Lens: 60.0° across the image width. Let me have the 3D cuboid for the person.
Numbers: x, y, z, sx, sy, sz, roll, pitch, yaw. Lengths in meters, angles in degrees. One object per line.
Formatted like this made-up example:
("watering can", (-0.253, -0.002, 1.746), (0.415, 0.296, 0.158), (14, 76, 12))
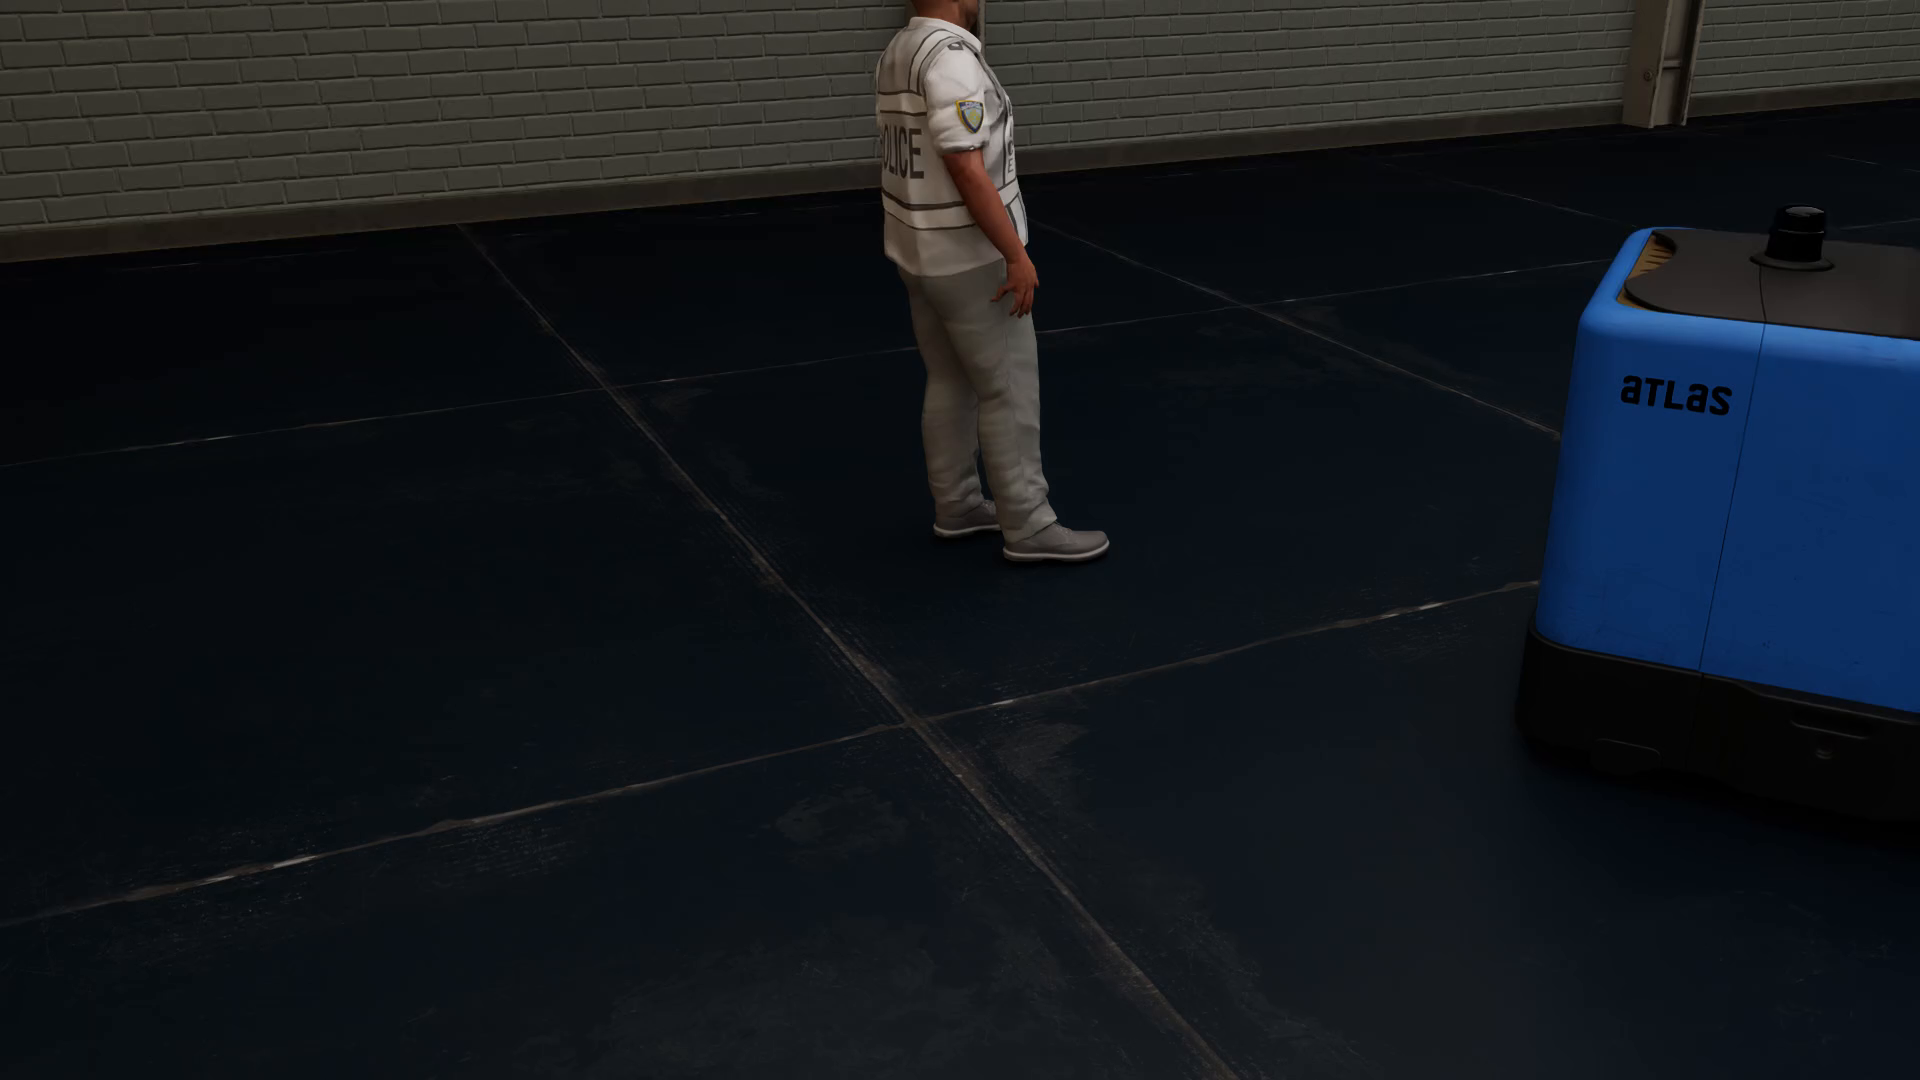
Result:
("person", (0.075, -0.838, 4.782), (0.575, 1.781, 0.640), (-10, 25, -23))

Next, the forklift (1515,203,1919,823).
("forklift", (2.854, -0.759, 3.113), (3.031, 2.935, 1.130), (11, 25, 24))
